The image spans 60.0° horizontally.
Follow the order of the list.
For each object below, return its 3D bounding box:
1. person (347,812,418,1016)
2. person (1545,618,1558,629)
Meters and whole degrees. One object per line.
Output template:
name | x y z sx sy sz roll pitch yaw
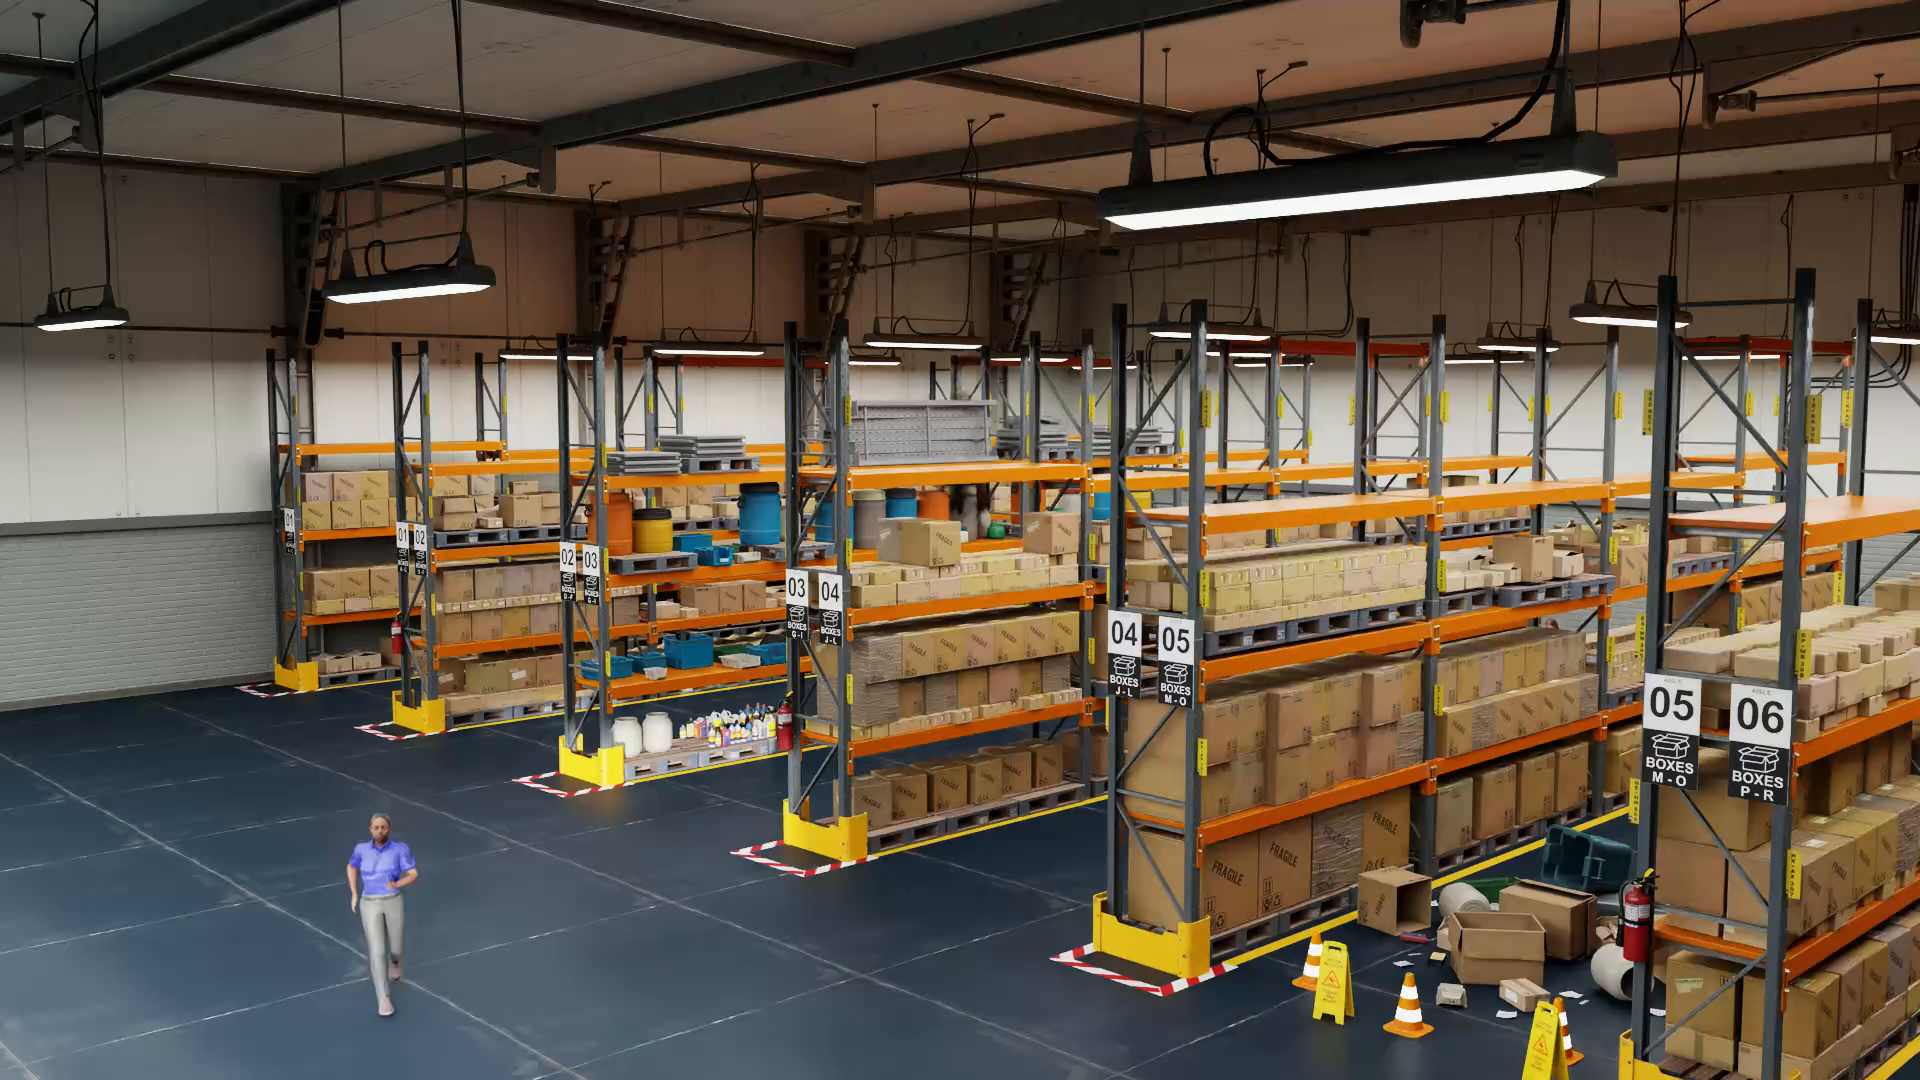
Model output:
person | -4.899 3.112 14.128 0.578 1.635 0.846 -2 5 -18
person | 9.571 2.061 27.073 0.538 1.542 0.536 4 6 38
